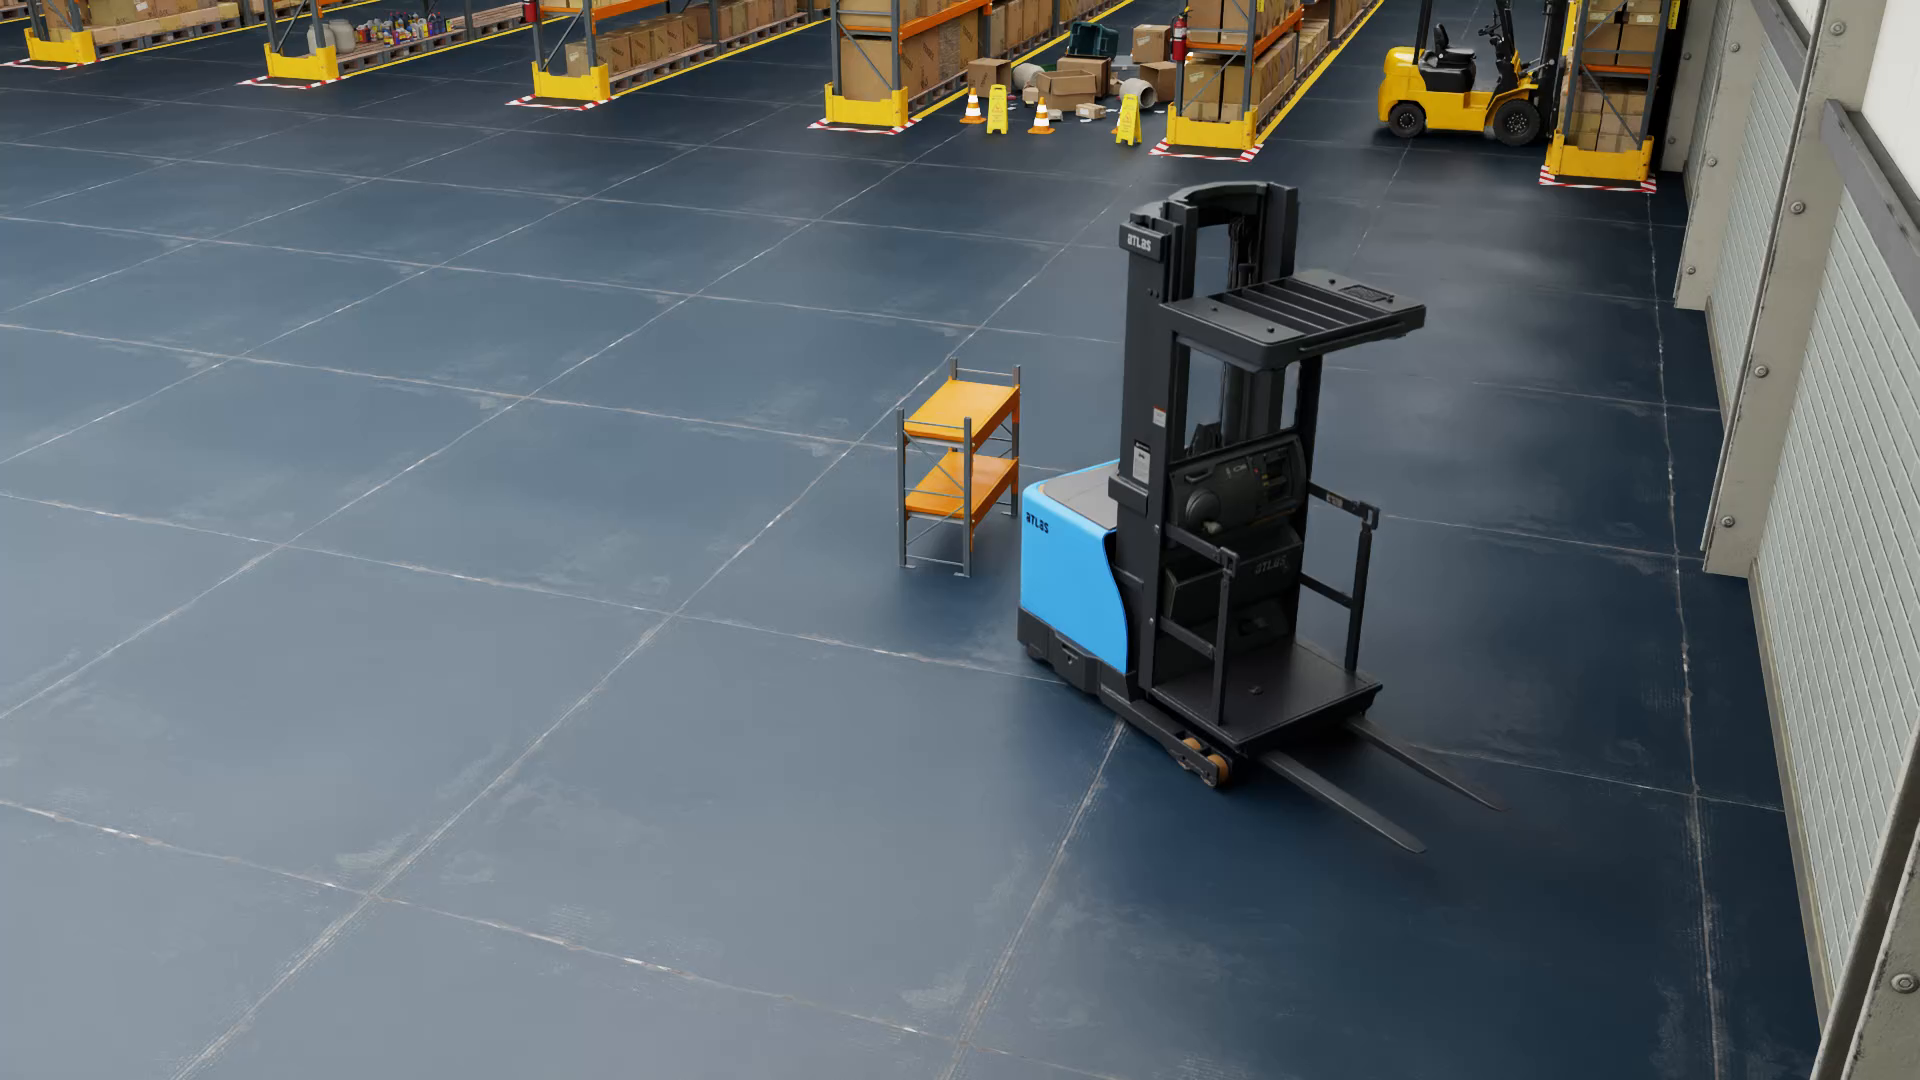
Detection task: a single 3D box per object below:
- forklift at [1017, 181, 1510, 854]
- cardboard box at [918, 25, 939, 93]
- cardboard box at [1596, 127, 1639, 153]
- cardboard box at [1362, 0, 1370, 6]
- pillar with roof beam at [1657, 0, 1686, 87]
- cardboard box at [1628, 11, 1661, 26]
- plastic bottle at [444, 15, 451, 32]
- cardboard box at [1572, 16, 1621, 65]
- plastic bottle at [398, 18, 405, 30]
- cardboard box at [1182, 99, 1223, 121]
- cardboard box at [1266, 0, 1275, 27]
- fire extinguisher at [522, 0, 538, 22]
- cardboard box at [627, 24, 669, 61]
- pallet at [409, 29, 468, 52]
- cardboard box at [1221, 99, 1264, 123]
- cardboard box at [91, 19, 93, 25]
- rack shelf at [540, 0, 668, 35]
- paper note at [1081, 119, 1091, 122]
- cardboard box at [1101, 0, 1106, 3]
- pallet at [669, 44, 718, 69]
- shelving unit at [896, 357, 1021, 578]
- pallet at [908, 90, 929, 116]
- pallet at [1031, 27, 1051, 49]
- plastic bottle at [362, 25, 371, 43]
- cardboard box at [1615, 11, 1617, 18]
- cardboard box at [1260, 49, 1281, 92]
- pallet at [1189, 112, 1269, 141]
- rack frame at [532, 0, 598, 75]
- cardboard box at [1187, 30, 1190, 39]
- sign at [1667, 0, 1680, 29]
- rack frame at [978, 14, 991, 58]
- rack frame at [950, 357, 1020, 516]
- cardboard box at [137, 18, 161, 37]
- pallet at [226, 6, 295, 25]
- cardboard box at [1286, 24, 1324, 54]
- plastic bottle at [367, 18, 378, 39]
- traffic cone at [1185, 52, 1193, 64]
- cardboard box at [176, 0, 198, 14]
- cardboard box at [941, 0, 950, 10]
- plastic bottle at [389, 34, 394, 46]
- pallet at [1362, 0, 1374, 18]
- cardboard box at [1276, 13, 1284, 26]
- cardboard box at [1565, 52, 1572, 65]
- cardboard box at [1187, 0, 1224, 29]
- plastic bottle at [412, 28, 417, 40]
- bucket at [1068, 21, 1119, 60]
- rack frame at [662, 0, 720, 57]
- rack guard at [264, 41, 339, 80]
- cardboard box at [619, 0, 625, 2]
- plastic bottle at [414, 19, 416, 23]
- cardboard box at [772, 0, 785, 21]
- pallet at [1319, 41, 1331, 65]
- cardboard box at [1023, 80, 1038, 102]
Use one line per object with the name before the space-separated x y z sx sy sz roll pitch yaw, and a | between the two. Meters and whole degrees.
forklift | 1.594 -0.256 8.640 1.130 2.935 3.031 -17 30 -31
cardboard box | -0.873 -7.251 24.965 0.875 0.875 0.875 8 27 17
cardboard box | 8.404 -5.099 21.236 0.500 0.250 0.500 9 27 18
cardboard box | 7.678 -10.902 33.006 0.875 0.438 0.875 8 27 17
pillar with roof beam | 7.075 -11.920 25.766 9.100 9.000 0.400 9 27 17
cardboard box | 8.414 -6.413 20.417 0.380 0.149 0.250 8 27 16
plastic bottle | -9.160 -9.221 29.689 0.061 0.283 0.133 10 28 20
cardboard box | 7.972 -6.259 20.844 0.500 0.500 0.500 8 27 16
plastic bottle | -9.905 -9.113 29.479 0.097 0.271 0.097 0 26 0
cardboard box | 3.397 -6.025 23.148 0.500 0.250 0.500 9 27 17
cardboard box | 3.963 -7.239 22.526 0.500 0.500 0.500 10 27 19
fire extinguisher | -6.444 -8.114 24.879 0.296 0.674 0.183 9 27 17
cardboard box | -5.127 -8.176 27.303 0.500 0.500 0.500 6 27 13
pallet | -9.573 -8.966 29.750 1.003 0.211 1.213 9 27 17
cardboard box | 3.903 -5.935 22.963 0.500 0.250 0.500 9 27 17
cardboard box | -15.257 -8.989 29.271 0.500 0.250 0.500 9 27 17
rack shelf | -5.305 -8.627 26.676 1.077 0.370 4.000 9 27 17
paper note | 1.812 -6.033 23.899 0.148 0.019 0.142 0 26 -1
cardboard box | 2.657 -11.023 33.185 0.500 0.500 0.500 8 27 16
pallet | -4.830 -8.237 28.244 1.003 0.211 1.213 9 27 17
shelving unit | 0.002 -0.509 11.234 0.538 1.125 1.048 9 27 17
pallet | -1.135 -6.453 24.560 1.003 0.211 1.213 9 27 17
pallet | 1.001 -9.088 30.001 1.003 0.211 1.213 9 27 17
plastic bottle | -10.234 -8.726 28.666 0.061 0.283 0.133 9 27 17
cardboard box | 8.109 -6.701 21.013 0.380 0.149 0.250 9 27 18
cardboard box | 4.255 -6.703 23.688 0.500 0.500 0.500 9 27 18
pallet | 3.703 -5.797 23.205 1.003 0.211 1.213 9 27 17
rack frame | -5.971 -8.129 24.822 1.000 3.000 0.127 9 27 17
cardboard box | 3.277 -6.884 22.538 0.380 0.149 0.250 8 27 17
sign | 8.578 -6.316 19.993 0.100 0.325 0.005 9 27 17
rack frame | 0.004 -9.012 26.645 1.000 3.000 0.127 9 27 17
rack frame | 0.171 -0.718 11.666 0.500 1.125 0.032 9 27 17
cardboard box | -14.594 -9.118 29.538 0.500 0.250 0.500 9 27 17
pallet | -13.772 -10.265 32.432 1.003 0.211 1.213 9 27 17
cardboard box | 5.601 -8.451 28.019 0.950 0.372 0.625 8 27 16
plastic bottle | -10.237 -8.897 28.942 0.144 0.351 0.185 10 28 20
traffic cone | 3.798 -7.907 27.273 0.336 0.463 0.334 9 27 17
cardboard box | -14.269 -9.868 30.226 0.500 0.500 0.500 9 27 17
cardboard box | -0.642 -8.260 24.919 0.875 0.550 0.500 9 27 17
plastic bottle | -9.710 -8.529 28.352 0.097 0.201 0.097 0 26 0
pallet | 7.694 -10.670 33.268 1.003 0.211 1.213 9 27 17
cardboard box | 4.386 -7.417 23.638 0.380 0.149 0.250 9 27 18
cardboard box | 8.751 -6.657 23.307 0.500 0.250 0.500 9 27 18
cardboard box | 3.295 -7.134 22.310 0.500 0.500 0.500 8 27 17
plastic bottle | -9.496 -8.793 28.899 0.097 0.201 0.097 0 26 0
bucket | 2.133 -7.833 26.221 0.726 0.611 0.620 20 22 35
rack frame | -4.640 -9.773 28.217 1.000 3.000 0.127 9 27 17
rack guard | -10.661 -7.761 26.928 1.175 0.500 0.348 9 27 17
cardboard box | -5.389 -8.405 25.679 0.380 0.149 0.250 9 27 17
plastic bottle | -9.864 -9.321 29.989 0.097 0.201 0.097 0 26 0
cardboard box | -3.685 -9.982 31.011 0.700 0.500 0.500 6 27 13
pallet | 5.775 -8.404 28.588 1.003 0.211 1.213 9 27 17
cardboard box | 1.169 -6.808 25.231 0.396 0.266 0.258 14 29 26
